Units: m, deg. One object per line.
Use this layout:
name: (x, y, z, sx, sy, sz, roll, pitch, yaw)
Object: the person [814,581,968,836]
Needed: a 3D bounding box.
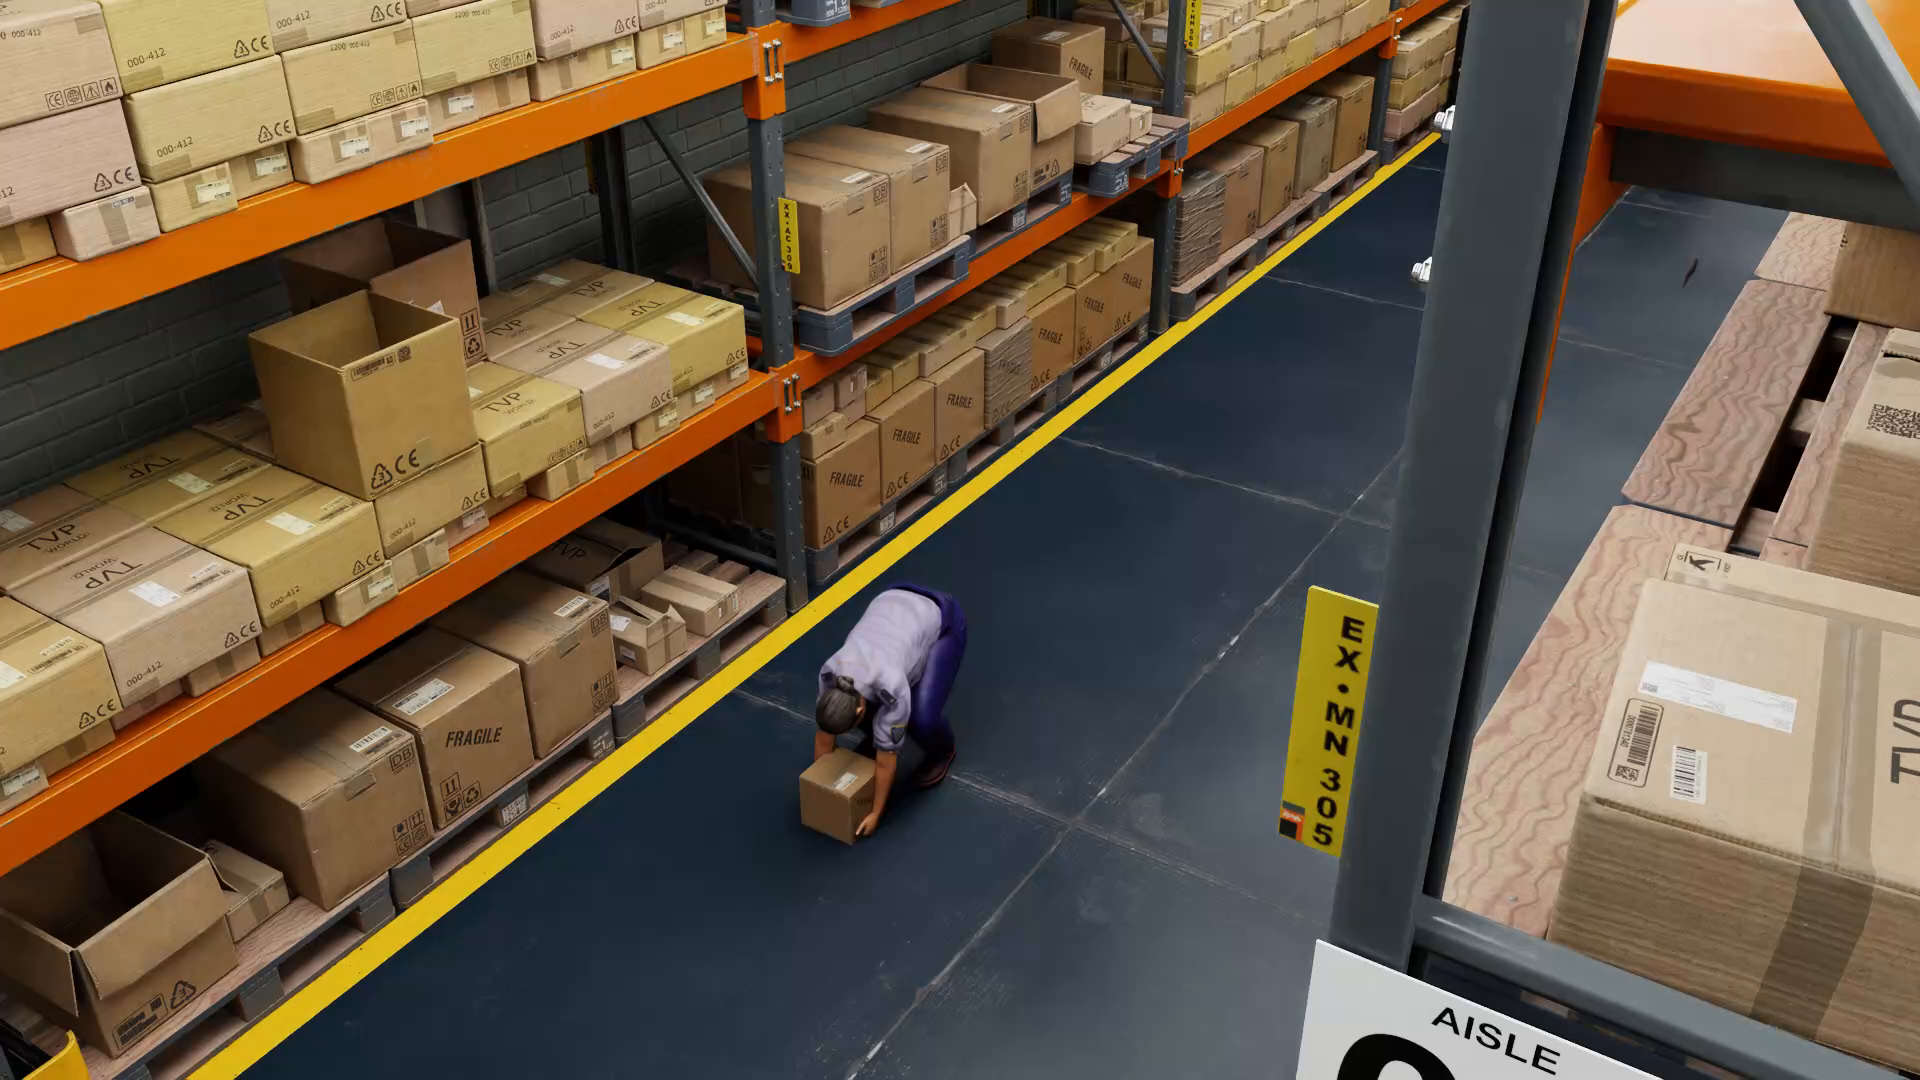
person: (-0.308, 0.675, 6.850, 0.522, 0.807, 0.903, 16, 34, 25)
